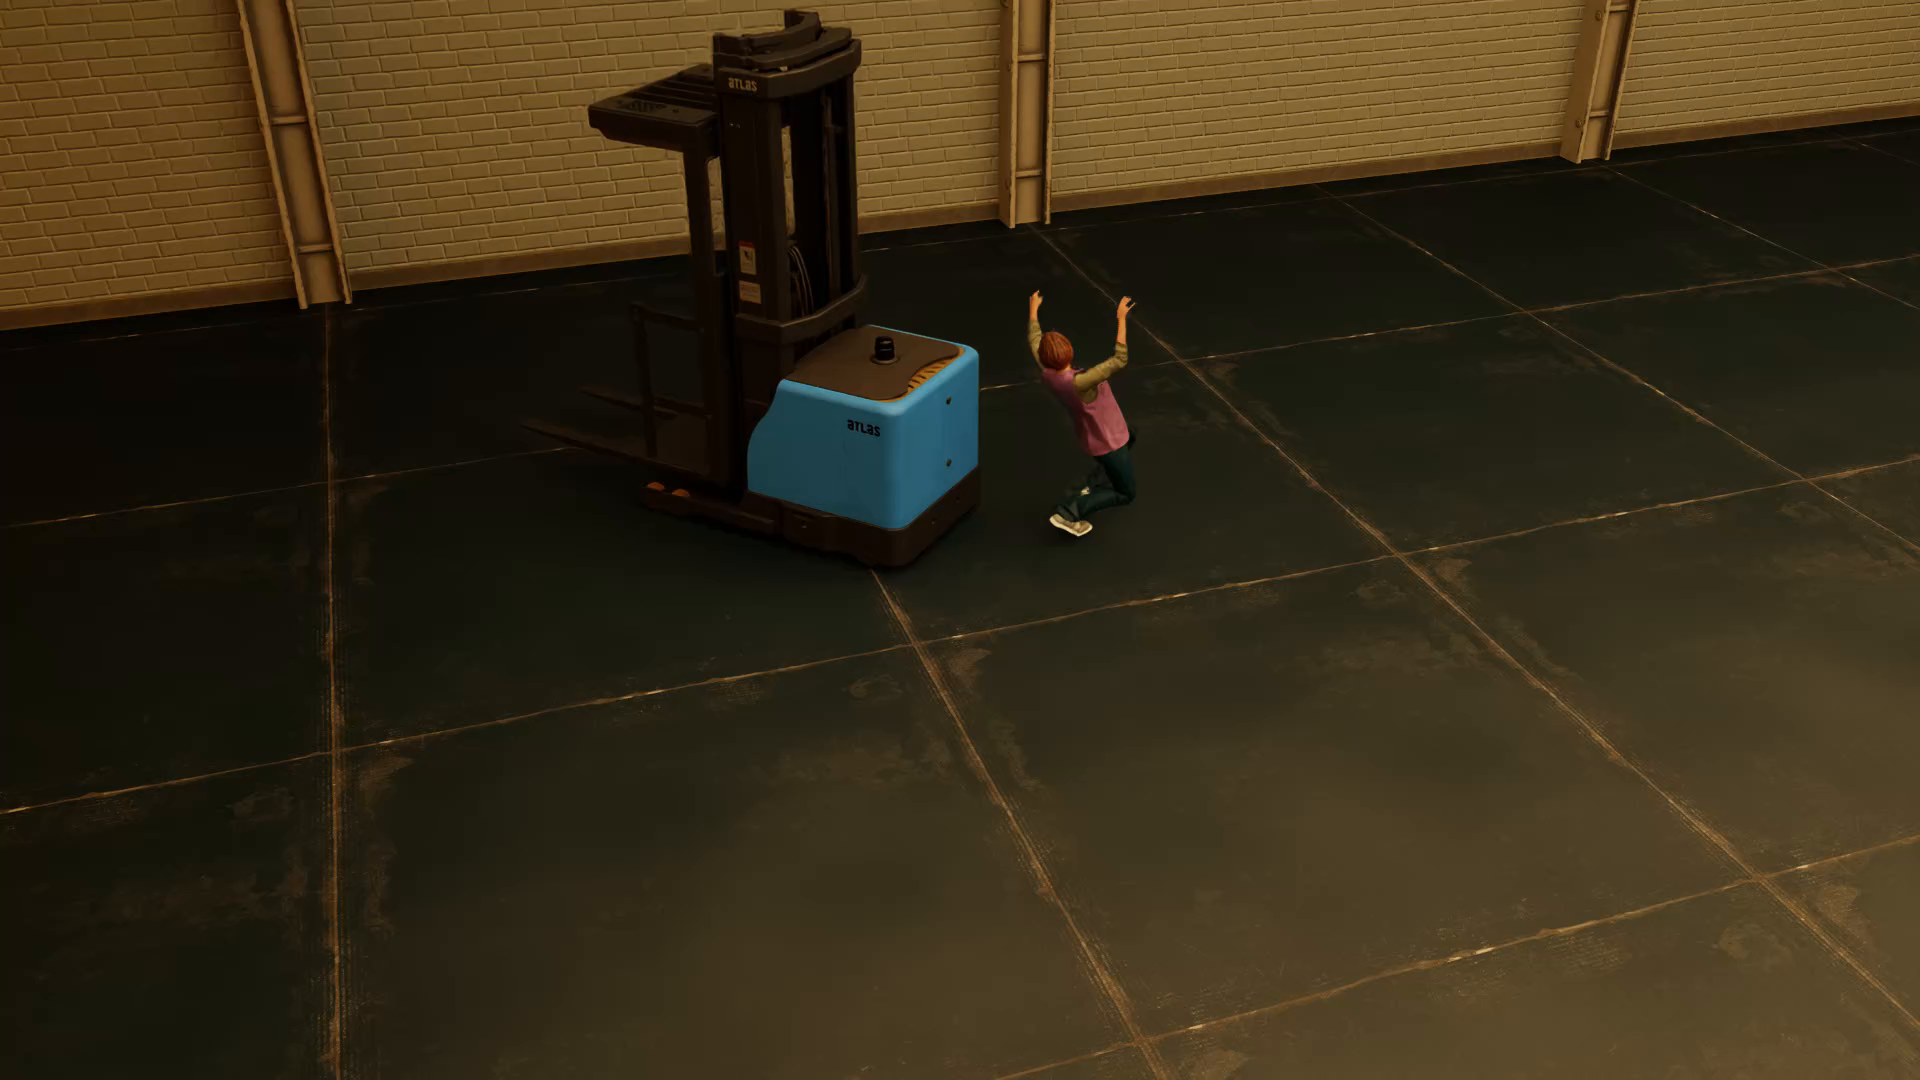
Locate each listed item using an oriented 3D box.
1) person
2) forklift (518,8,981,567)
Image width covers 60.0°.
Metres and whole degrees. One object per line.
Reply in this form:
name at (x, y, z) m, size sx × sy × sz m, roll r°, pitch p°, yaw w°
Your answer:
person at (0.742, -0.804, 9.926) m, size 0.728 × 1.505 × 0.932 m, roll -11°, pitch 32°, yaw -18°
forklift at (-1.415, -1.629, 9.918) m, size 3.031 × 2.935 × 1.130 m, roll 15°, pitch 33°, yaw 25°
